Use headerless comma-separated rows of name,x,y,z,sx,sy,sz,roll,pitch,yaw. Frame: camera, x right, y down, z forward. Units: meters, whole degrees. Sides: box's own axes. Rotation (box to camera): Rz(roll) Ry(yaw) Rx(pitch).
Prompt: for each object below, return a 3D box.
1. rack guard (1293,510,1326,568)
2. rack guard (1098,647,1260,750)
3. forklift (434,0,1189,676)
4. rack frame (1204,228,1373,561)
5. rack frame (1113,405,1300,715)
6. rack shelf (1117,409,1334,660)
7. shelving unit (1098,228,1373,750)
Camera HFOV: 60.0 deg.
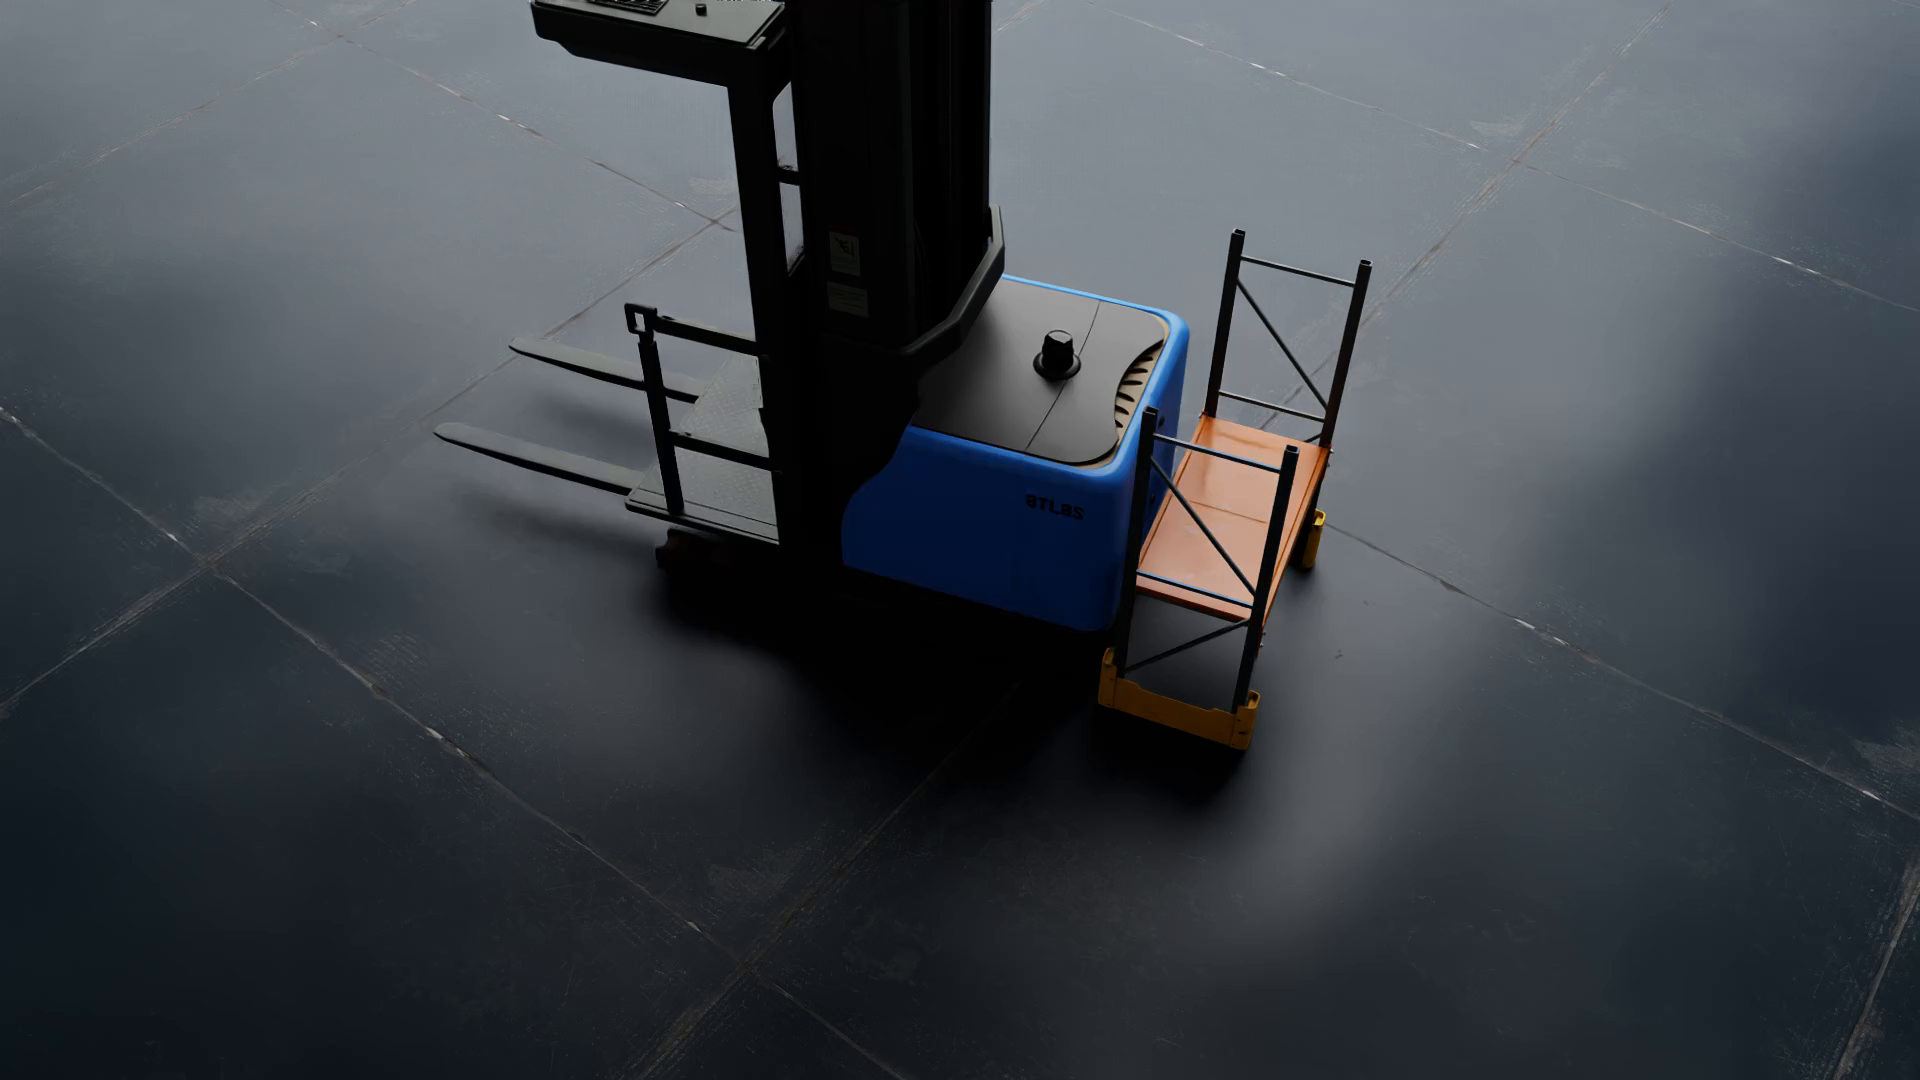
rack guard,1.184,-0.078,6.812,0.587,0.250,0.087,17,49,15
rack guard,0.806,0.589,6.176,0.587,0.250,0.087,17,49,15
forklift,-0.697,-1.161,5.996,3.031,2.935,1.130,15,48,14
rack frame,1.190,-0.509,6.360,0.500,1.500,0.032,17,49,15
rack frame,0.804,0.172,5.710,0.500,1.500,0.032,17,49,15
rack shelf,0.995,-0.045,6.165,0.538,0.185,1.000,17,49,15
shelving unit,1.000,-0.175,6.041,0.587,1.500,1.083,17,49,15
